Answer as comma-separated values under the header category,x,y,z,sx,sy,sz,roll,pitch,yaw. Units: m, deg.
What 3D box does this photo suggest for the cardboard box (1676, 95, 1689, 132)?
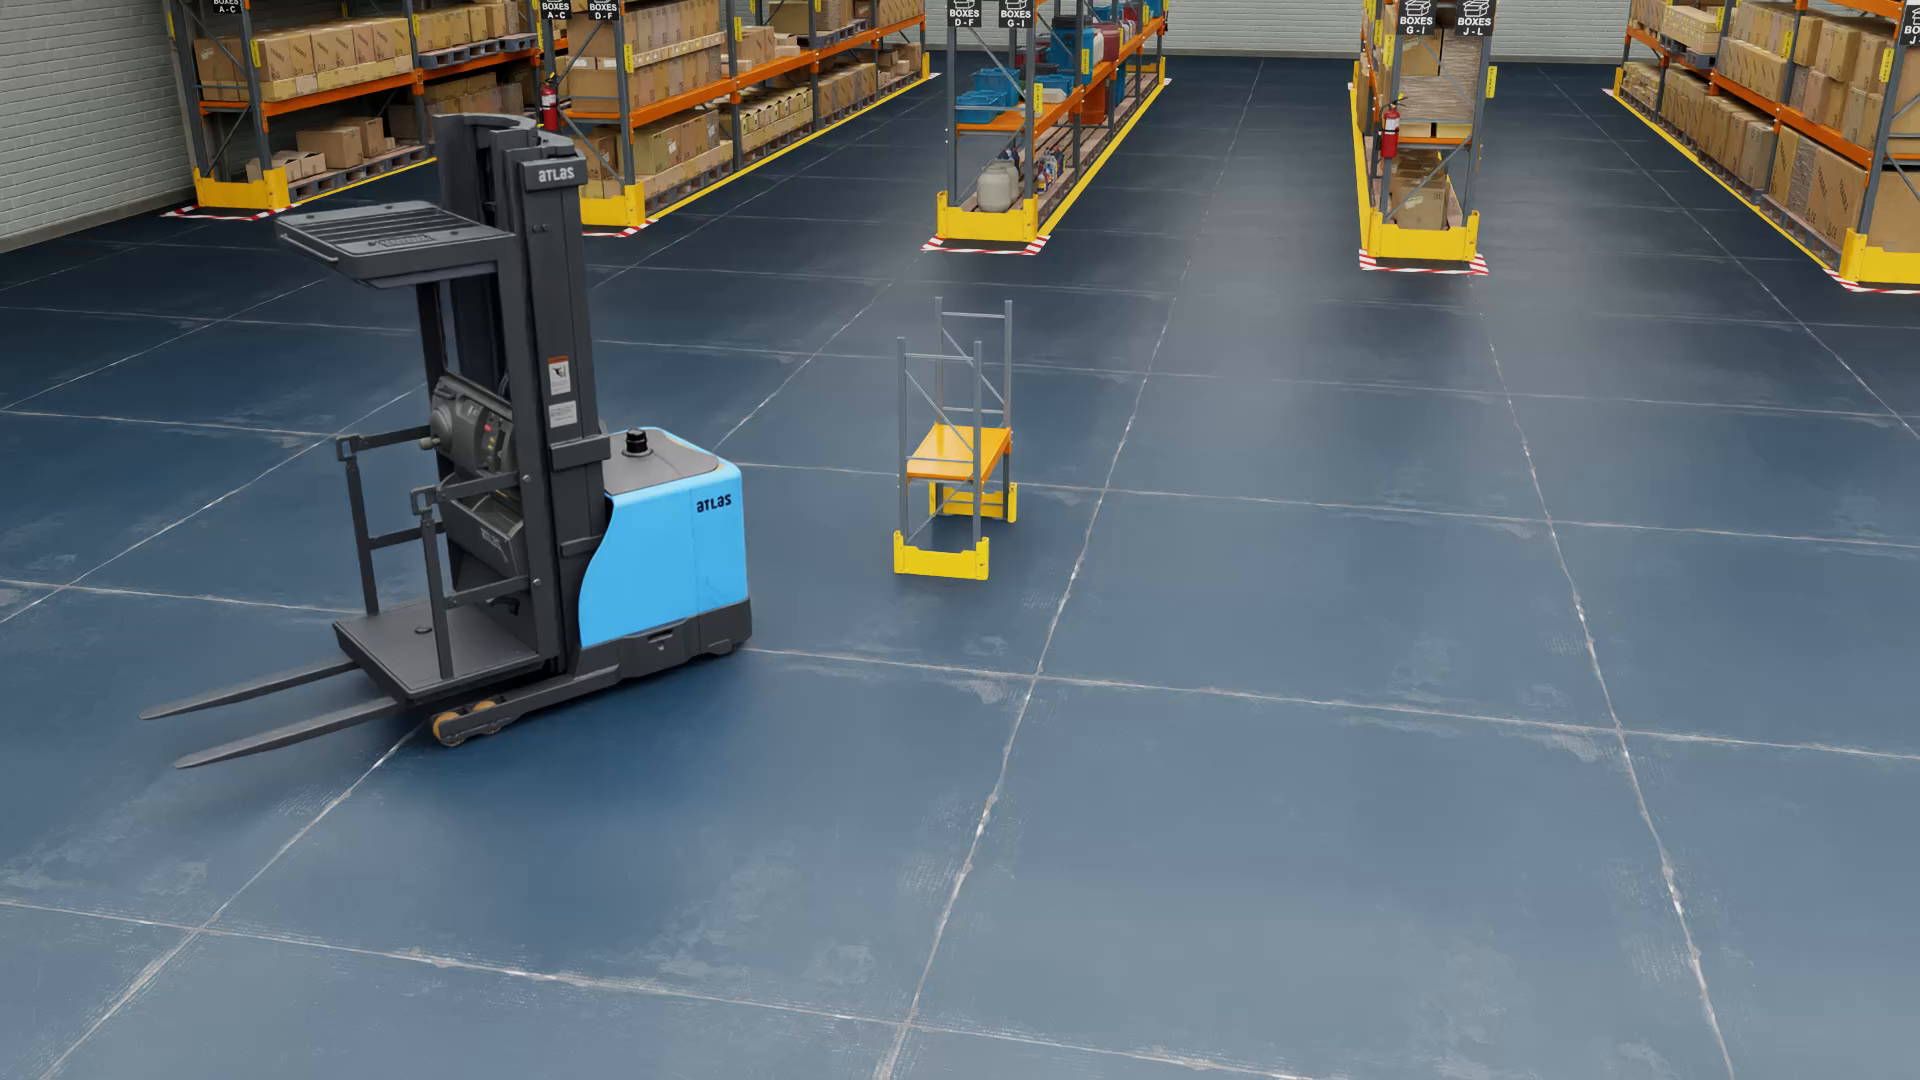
category,x,y,z,sx,sy,sz,roll,pitch,yaw
cardboard box,11.751,-6.782,26.463,0.500,0.500,0.500,3,22,9

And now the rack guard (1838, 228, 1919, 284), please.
category,x,y,z,sx,sy,sz,roll,pitch,yaw
rack guard,10.034,-3.008,17.654,1.175,0.500,0.348,4,22,11

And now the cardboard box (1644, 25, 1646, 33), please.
category,x,y,z,sx,sy,sz,roll,pitch,yaw
cardboard box,12.722,-9.337,30.358,0.380,0.149,0.250,4,22,10

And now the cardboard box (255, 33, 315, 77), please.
category,x,y,z,sx,sy,sz,roll,pitch,yaw
cardboard box,-8.841,-6.344,21.760,0.500,0.500,0.500,5,22,11

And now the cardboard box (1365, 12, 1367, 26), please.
category,x,y,z,sx,sy,sz,roll,pitch,yaw
cardboard box,7.589,-9.420,30.030,0.500,0.250,0.500,5,23,13

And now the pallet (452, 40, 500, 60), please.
category,x,y,z,sx,sy,sz,roll,pitch,yaw
pallet,-8.075,-7.834,26.547,1.003,0.211,1.213,4,22,11

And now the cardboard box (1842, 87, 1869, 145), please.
category,x,y,z,sx,sy,sz,roll,pitch,yaw
cardboard box,10.161,-4.588,18.030,0.875,0.550,0.550,4,22,11

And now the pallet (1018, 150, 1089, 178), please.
category,x,y,z,sx,sy,sz,roll,pitch,yaw
pallet,1.294,-5.429,24.050,1.003,0.211,1.213,4,22,11

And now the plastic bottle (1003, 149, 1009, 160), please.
category,x,y,z,sx,sy,sz,roll,pitch,yaw
plastic bottle,0.601,-5.144,22.567,0.144,0.351,0.185,5,22,12

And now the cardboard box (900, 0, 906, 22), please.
category,x,y,z,sx,sy,sz,roll,pitch,yaw
cardboard box,-1.366,-10.505,32.789,0.500,0.500,0.500,4,22,10

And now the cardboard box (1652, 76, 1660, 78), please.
category,x,y,z,sx,sy,sz,roll,pitch,yaw
cardboard box,12.492,-8.140,29.509,0.380,0.149,0.250,5,23,13

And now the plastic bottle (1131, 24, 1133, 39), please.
category,x,y,z,sx,sy,sz,roll,pitch,yaw
plastic bottle,2.965,-8.998,29.346,0.152,0.276,0.135,4,22,11

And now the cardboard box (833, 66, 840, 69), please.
category,x,y,z,sx,sy,sz,roll,pitch,yaw
cardboard box,-2.480,-8.427,30.520,0.500,0.500,0.500,5,22,12

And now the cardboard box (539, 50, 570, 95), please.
category,x,y,z,sx,sy,sz,roll,pitch,yaw
cardboard box,-7.247,-8.427,30.077,0.750,0.750,0.750,4,22,11

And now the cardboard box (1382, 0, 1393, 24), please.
category,x,y,z,sx,sy,sz,roll,pitch,yaw
cardboard box,7.002,-8.295,25.959,0.797,0.503,0.637,5,23,13

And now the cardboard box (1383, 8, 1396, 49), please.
category,x,y,z,sx,sy,sz,roll,pitch,yaw
cardboard box,5.579,-6.374,20.796,0.500,0.500,0.500,4,22,11

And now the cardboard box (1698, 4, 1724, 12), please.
category,x,y,z,sx,sy,sz,roll,pitch,yaw
cardboard box,12.835,-8.911,28.433,0.500,0.500,0.500,4,22,10

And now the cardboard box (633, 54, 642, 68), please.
category,x,y,z,sx,sy,sz,roll,pitch,yaw
cardboard box,-4.151,-5.919,20.534,0.380,0.149,0.250,4,22,10

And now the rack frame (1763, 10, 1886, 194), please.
category,x,y,z,sx,sy,sz,roll,pitch,yaw
rack frame,10.855,-5.639,20.841,1.000,3.000,0.127,4,22,11

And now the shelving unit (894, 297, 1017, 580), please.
category,x,y,z,sx,sy,sz,roll,pitch,yaw
shelving unit,-0.016,-0.668,10.504,0.587,1.500,1.083,4,22,11

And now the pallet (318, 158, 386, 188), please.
category,x,y,z,sx,sy,sz,roll,pitch,yaw
pallet,-8.876,-5.198,23.477,1.003,0.211,1.213,4,22,11

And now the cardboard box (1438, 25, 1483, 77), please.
category,x,y,z,sx,sy,sz,roll,pitch,yaw
cardboard box,5.583,-5.420,18.426,0.500,0.500,0.500,4,22,11

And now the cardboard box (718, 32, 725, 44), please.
category,x,y,z,sx,sy,sz,roll,pitch,yaw
cardboard box,-3.523,-7.042,23.323,0.380,0.149,0.250,4,22,11

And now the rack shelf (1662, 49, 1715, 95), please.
category,x,y,z,sx,sy,sz,roll,pitch,yaw
rack shelf,12.080,-7.500,26.424,1.077,0.370,4.000,4,22,11

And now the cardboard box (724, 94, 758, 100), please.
category,x,y,z,sx,sy,sz,roll,pitch,yaw
cardboard box,-3.460,-6.905,26.351,0.500,0.311,0.500,4,22,9

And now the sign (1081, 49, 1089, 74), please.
category,x,y,z,sx,sy,sz,roll,pitch,yaw
sign,1.708,-6.514,22.643,0.100,0.325,0.005,4,22,11

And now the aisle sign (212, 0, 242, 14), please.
category,x,y,z,sx,sy,sz,roll,pitch,yaw
aisle sign,-9.064,-6.881,20.444,0.394,0.787,0.004,4,22,11

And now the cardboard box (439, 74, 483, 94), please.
category,x,y,z,sx,sy,sz,roll,pitch,yaw
cardboard box,-8.085,-7.383,26.924,0.500,0.250,0.500,4,22,11

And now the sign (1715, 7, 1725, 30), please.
category,x,y,z,sx,sy,sz,roll,pitch,yaw
sign,11.138,-7.641,24.366,0.100,0.325,0.005,4,22,11

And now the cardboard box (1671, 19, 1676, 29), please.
category,x,y,z,sx,sy,sz,roll,pitch,yaw
cardboard box,11.801,-8.388,27.041,0.380,0.149,0.250,4,22,9

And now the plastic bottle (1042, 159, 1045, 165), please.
category,x,y,z,sx,sy,sz,roll,pitch,yaw
plastic bottle,1.112,-4.929,22.123,0.061,0.283,0.133,4,22,11

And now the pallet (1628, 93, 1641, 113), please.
category,x,y,z,sx,sy,sz,roll,pitch,yaw
pallet,12.837,-7.968,30.354,1.003,0.211,1.213,4,22,11

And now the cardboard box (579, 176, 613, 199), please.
category,x,y,z,sx,sy,sz,roll,pitch,yaw
cardboard box,-4.673,-4.486,21.096,0.500,0.250,0.500,4,22,11

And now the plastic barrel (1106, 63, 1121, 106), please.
category,x,y,z,sx,sy,sz,roll,pitch,yaw
plastic barrel,2.532,-8.123,29.253,0.600,0.901,0.708,4,22,11

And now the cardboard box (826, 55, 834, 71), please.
category,x,y,z,sx,sy,sz,roll,pitch,yaw
cardboard box,-2.586,-8.605,29.958,0.500,0.250,0.500,5,22,11

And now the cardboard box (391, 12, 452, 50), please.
category,x,y,z,sx,sy,sz,roll,pitch,yaw
cardboard box,-8.269,-7.825,25.545,0.700,0.500,0.500,7,23,16

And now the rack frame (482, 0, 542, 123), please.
category,x,y,z,sx,sy,sz,roll,pitch,yaw
rack frame,-7.711,-8.650,28.316,1.000,3.000,0.127,4,22,11

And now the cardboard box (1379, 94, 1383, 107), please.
category,x,y,z,sx,sy,sz,roll,pitch,yaw
cardboard box,5.461,-5.518,20.875,0.380,0.149,0.250,4,22,11

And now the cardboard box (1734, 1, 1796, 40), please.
category,x,y,z,sx,sy,sz,roll,pitch,yaw
cardboard box,11.570,-7.449,23.862,0.700,0.500,0.500,4,22,11

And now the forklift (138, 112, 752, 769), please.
category,x,y,z,sx,sy,sz,roll,pitch,yaw
forklift,-2.633,-0.553,8.303,3.031,2.935,1.130,-17,27,-35

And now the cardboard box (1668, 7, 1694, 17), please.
category,x,y,z,sx,sy,sz,roll,pitch,yaw
cardboard box,11.906,-8.708,27.438,0.380,0.149,0.250,5,22,12

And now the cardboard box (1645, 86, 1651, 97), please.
category,x,y,z,sx,sy,sz,roll,pitch,yaw
cardboard box,12.321,-7.914,29.345,0.380,0.149,0.250,4,22,9

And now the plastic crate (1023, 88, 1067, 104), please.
category,x,y,z,sx,sy,sz,roll,pitch,yaw
plastic crate,1.088,-5.697,21.336,0.530,0.136,0.437,4,22,11

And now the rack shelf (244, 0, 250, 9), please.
category,x,y,z,sx,sy,sz,roll,pitch,yaw
rack shelf,-8.935,-7.513,22.442,1.077,0.370,4.000,4,22,11

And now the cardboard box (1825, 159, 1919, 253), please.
category,x,y,z,sx,sy,sz,roll,pitch,yaw
cardboard box,10.113,-3.639,18.155,0.875,0.875,0.875,5,22,11

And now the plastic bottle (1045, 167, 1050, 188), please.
category,x,y,z,sx,sy,sz,roll,pitch,yaw
plastic bottle,1.121,-4.709,21.594,0.097,0.271,0.097,0,22,0

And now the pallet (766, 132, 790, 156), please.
category,x,y,z,sx,sy,sz,roll,pitch,yaw
pallet,-3.318,-6.237,26.058,1.003,0.211,1.213,4,22,11

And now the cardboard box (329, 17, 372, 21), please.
category,x,y,z,sx,sy,sz,roll,pitch,yaw
cardboard box,-8.827,-7.319,24.181,0.500,0.500,0.500,4,22,10

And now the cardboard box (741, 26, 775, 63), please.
category,x,y,z,sx,sy,sz,roll,pitch,yaw
cardboard box,-3.187,-7.705,25.837,0.500,0.500,0.500,3,22,8

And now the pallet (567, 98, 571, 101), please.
category,x,y,z,sx,sy,sz,roll,pitch,yaw
pallet,-7.225,-8.084,30.644,1.003,0.211,1.213,4,22,11

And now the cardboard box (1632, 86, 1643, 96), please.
category,x,y,z,sx,sy,sz,roll,pitch,yaw
cardboard box,12.612,-8.270,30.626,0.380,0.149,0.250,3,22,8

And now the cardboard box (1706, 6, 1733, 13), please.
category,x,y,z,sx,sy,sz,roll,pitch,yaw
cardboard box,12.597,-8.758,27.561,0.380,0.149,0.250,5,23,13

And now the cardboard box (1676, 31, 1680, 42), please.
category,x,y,z,sx,sy,sz,roll,pitch,yaw
cardboard box,11.696,-8.056,26.617,0.380,0.149,0.250,4,22,10

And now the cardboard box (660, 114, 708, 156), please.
category,x,y,z,sx,sy,sz,roll,pitch,yaw
cardboard box,-3.769,-5.527,22.676,0.500,0.500,0.500,4,22,11

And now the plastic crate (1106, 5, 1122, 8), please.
category,x,y,z,sx,sy,sz,roll,pitch,yaw
plastic crate,3.113,-10.465,32.966,0.416,0.233,0.300,4,22,11
